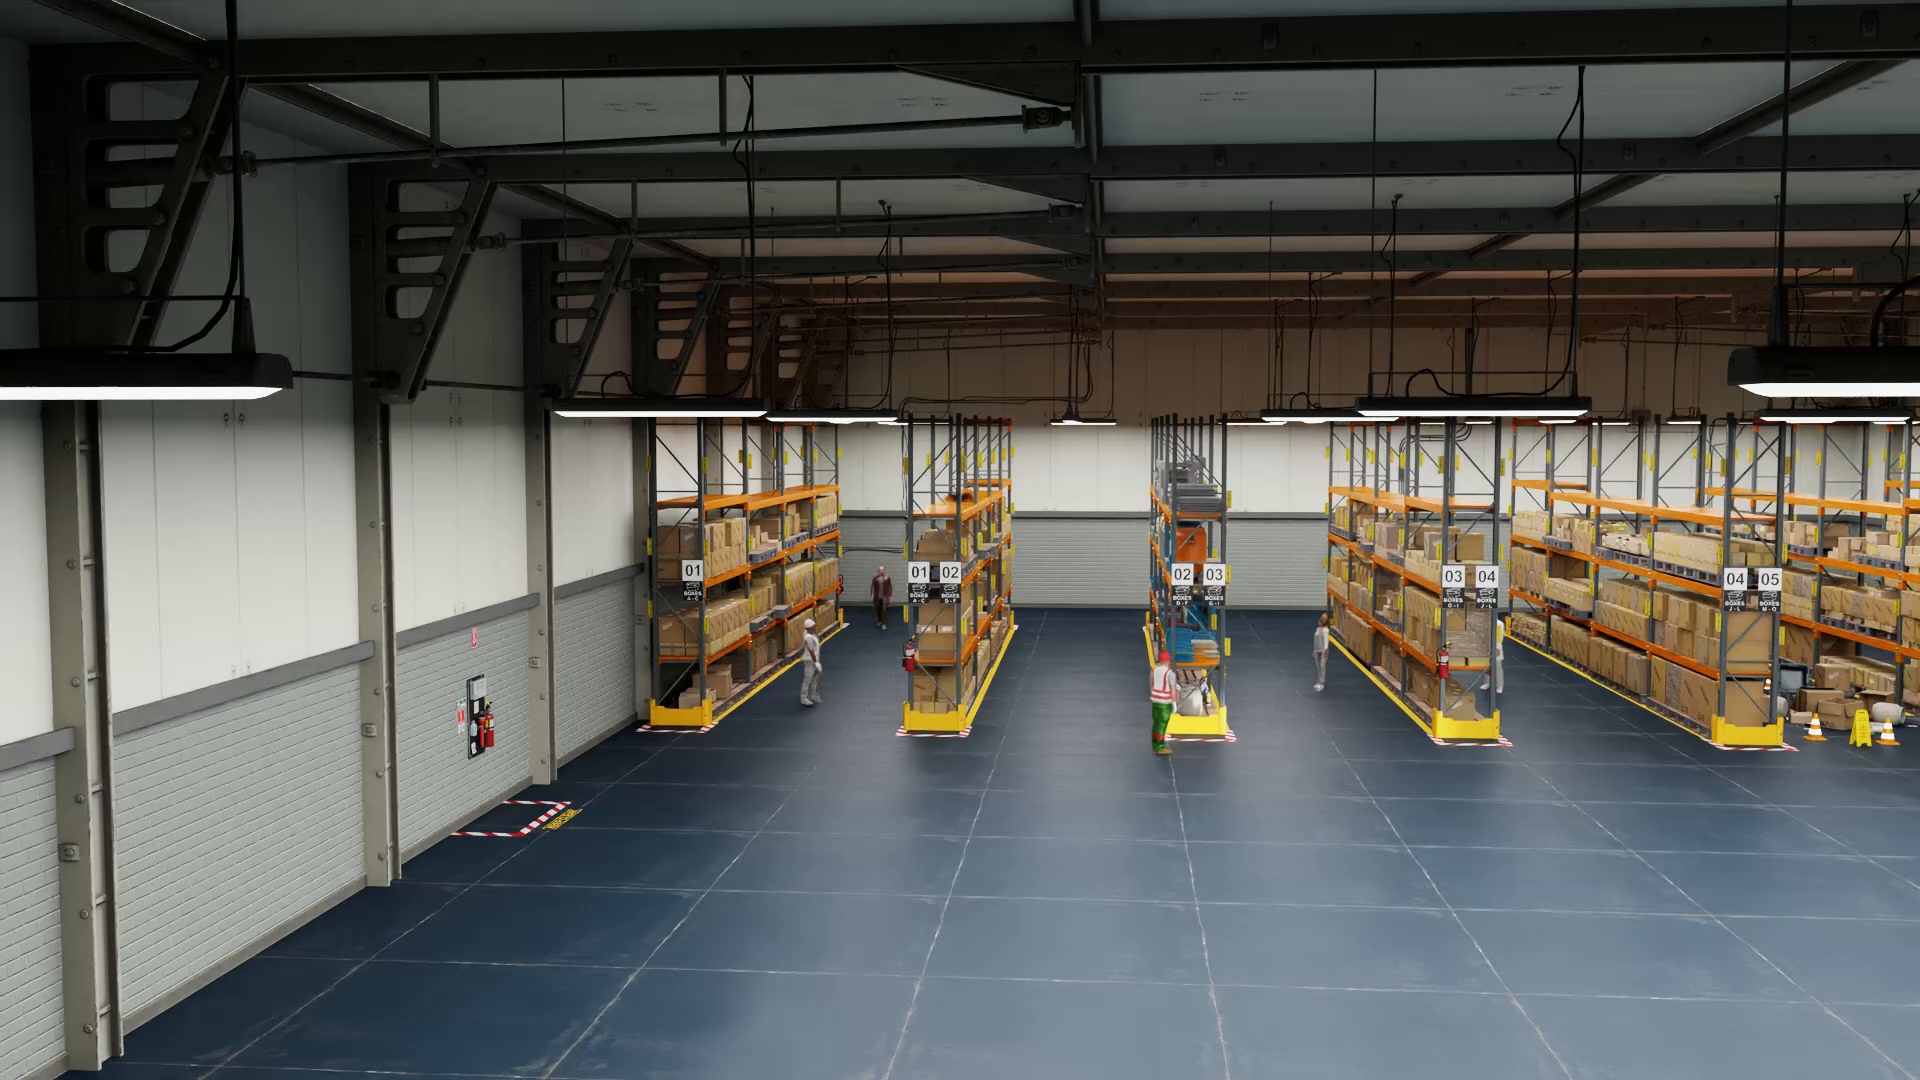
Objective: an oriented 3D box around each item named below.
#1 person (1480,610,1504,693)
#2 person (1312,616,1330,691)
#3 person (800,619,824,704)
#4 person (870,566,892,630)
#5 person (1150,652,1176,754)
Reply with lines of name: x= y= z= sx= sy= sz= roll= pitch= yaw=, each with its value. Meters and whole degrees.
person: x=11.637 y=2.407 z=36.280 sx=0.412 sy=1.817 sz=0.590 roll=-3 pitch=5 yaw=-38
person: x=7.876 y=2.475 z=36.507 sx=0.550 sy=1.599 sz=0.442 roll=-3 pitch=5 yaw=-37
person: x=-3.058 y=2.533 z=34.532 sx=0.477 sy=1.825 sz=0.680 roll=0 pitch=4 yaw=4
person: x=-2.259 y=1.641 z=47.607 sx=0.605 sy=1.762 sz=0.957 roll=0 pitch=4 yaw=3
person: x=3.604 y=2.858 z=29.234 sx=0.452 sy=1.798 sz=0.577 roll=-3 pitch=5 yaw=-39
